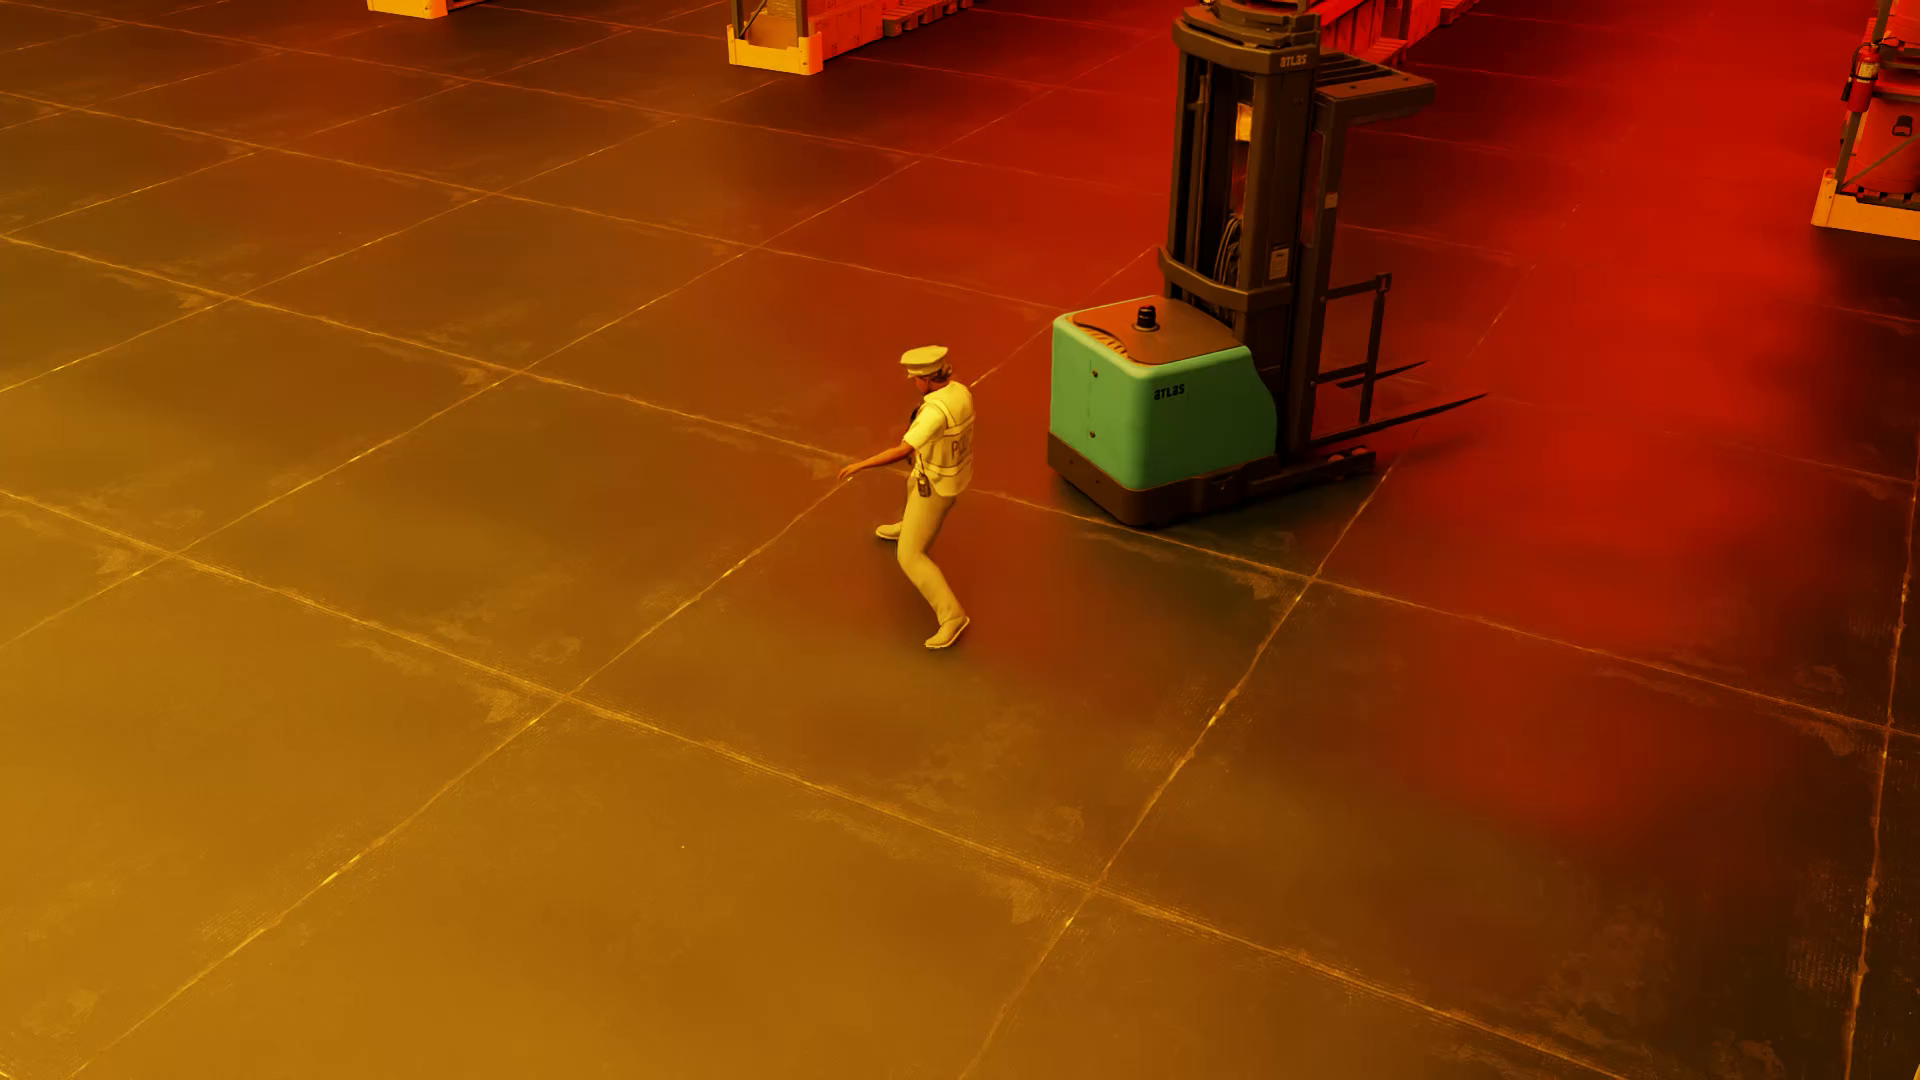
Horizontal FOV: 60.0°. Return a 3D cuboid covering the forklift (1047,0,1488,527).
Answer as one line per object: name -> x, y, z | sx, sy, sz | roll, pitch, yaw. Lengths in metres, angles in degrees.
forklift -> 2.102, -1.865, 10.302 | 3.031, 2.935, 1.130 | -15, 33, -24

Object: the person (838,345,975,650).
person -> -0.238, -0.355, 9.174 | 0.944, 1.493, 1.103 | 13, 32, 21
